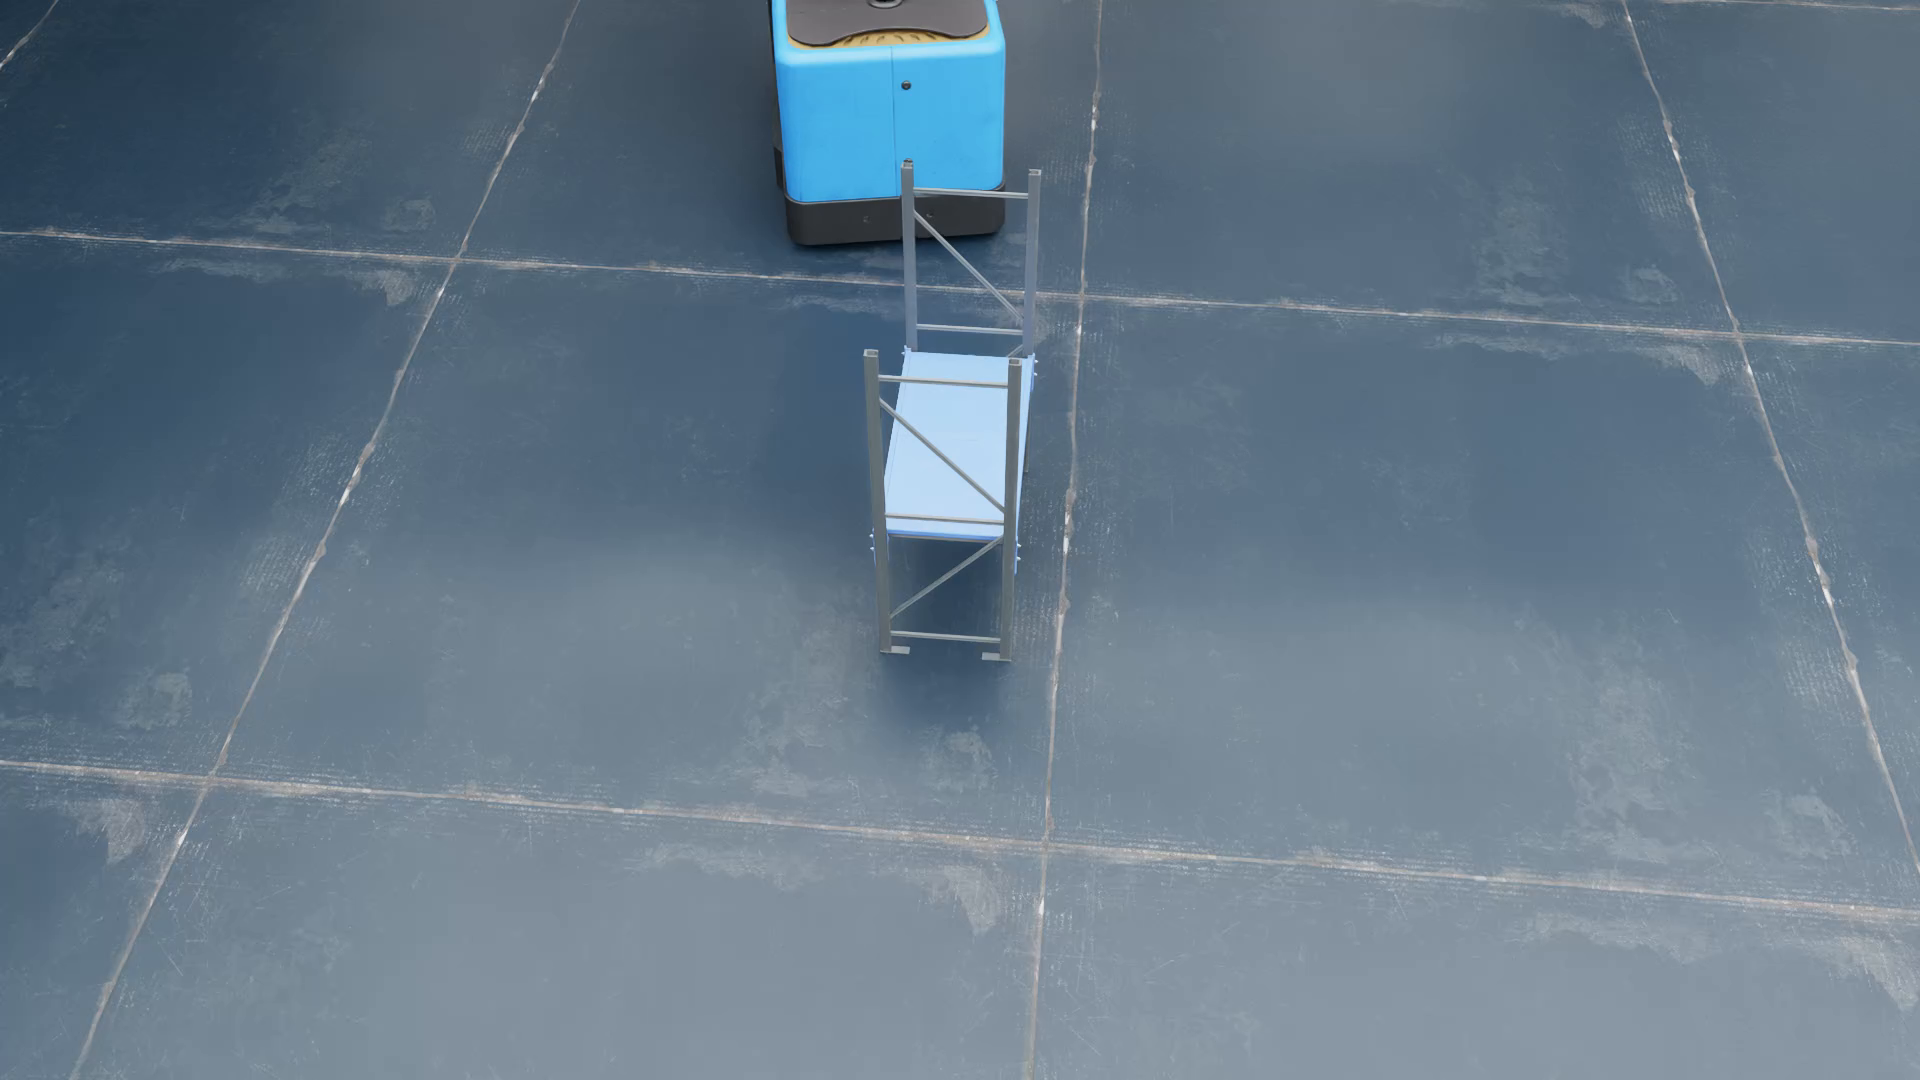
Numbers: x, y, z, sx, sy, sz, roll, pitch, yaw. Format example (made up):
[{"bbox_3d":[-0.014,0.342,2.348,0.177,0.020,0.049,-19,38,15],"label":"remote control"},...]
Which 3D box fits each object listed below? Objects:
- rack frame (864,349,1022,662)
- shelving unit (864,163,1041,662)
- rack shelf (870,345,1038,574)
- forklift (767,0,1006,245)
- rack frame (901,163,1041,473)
[{"bbox_3d":[-0.054,-0.070,5.798,0.500,1.500,0.032,4,48,4],"label":"rack frame"},{"bbox_3d":[-0.008,-0.443,6.139,0.538,1.500,1.048,4,48,4],"label":"shelving unit"},{"bbox_3d":[-0.008,-0.322,6.272,0.538,0.185,1.000,4,48,4],"label":"rack shelf"},{"bbox_3d":[-0.457,-3.492,7.957,1.130,2.935,3.031,-5,48,-4],"label":"forklift"},{"bbox_3d":[0.039,-0.817,6.481,0.500,1.500,0.032,4,48,4],"label":"rack frame"}]
